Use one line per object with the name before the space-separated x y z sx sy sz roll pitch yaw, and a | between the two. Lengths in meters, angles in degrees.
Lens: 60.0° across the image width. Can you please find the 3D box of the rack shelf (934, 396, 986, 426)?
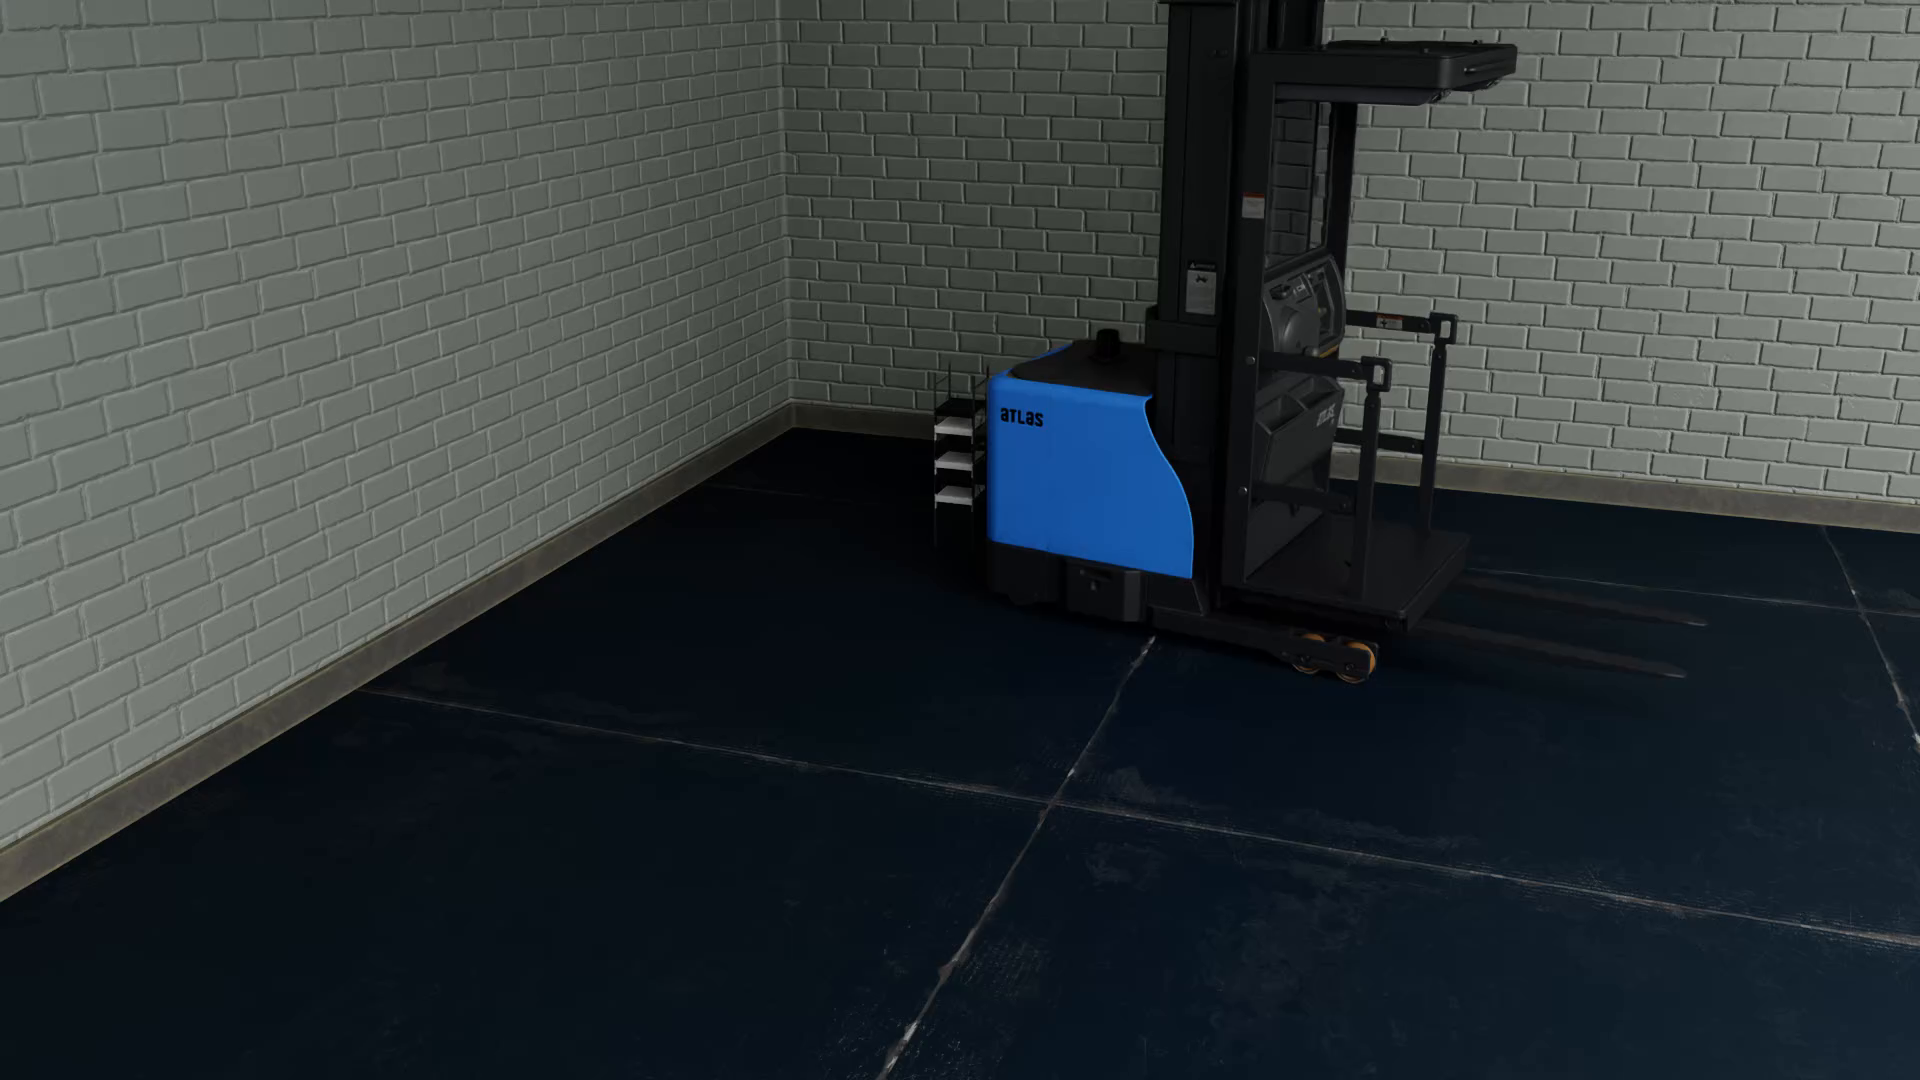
rack shelf | 0.008 -0.648 8.348 0.200 0.077 0.258 7 20 18

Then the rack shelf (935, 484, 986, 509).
rack shelf | 0.008 -0.223 8.496 0.200 0.077 0.258 7 20 18

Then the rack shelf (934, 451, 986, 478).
rack shelf | 0.008 -0.393 8.437 0.200 0.077 0.258 7 20 18

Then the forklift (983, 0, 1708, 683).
forklift | 1.641 -0.992 6.969 3.031 2.935 1.130 11 22 28

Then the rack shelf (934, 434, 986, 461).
rack shelf | 0.008 -0.478 8.407 0.200 0.077 0.258 7 20 18

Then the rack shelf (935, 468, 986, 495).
rack shelf | 0.008 -0.308 8.466 0.200 0.077 0.258 7 20 18

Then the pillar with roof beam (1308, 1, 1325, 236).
pillar with roof beam | 0.288 -3.278 4.307 0.400 9.000 9.100 7 20 18

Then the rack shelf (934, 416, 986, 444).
rack shelf | 0.008 -0.563 8.377 0.200 0.077 0.258 7 20 18

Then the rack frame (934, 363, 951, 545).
rack frame | -0.088 -0.435 8.457 0.006 0.900 0.240 7 20 18

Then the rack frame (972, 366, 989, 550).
rack frame | 0.104 -0.413 8.394 0.006 0.900 0.240 7 20 18

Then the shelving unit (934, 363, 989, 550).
shelving unit | 0.008 -0.424 8.426 0.210 0.900 0.258 7 20 18
